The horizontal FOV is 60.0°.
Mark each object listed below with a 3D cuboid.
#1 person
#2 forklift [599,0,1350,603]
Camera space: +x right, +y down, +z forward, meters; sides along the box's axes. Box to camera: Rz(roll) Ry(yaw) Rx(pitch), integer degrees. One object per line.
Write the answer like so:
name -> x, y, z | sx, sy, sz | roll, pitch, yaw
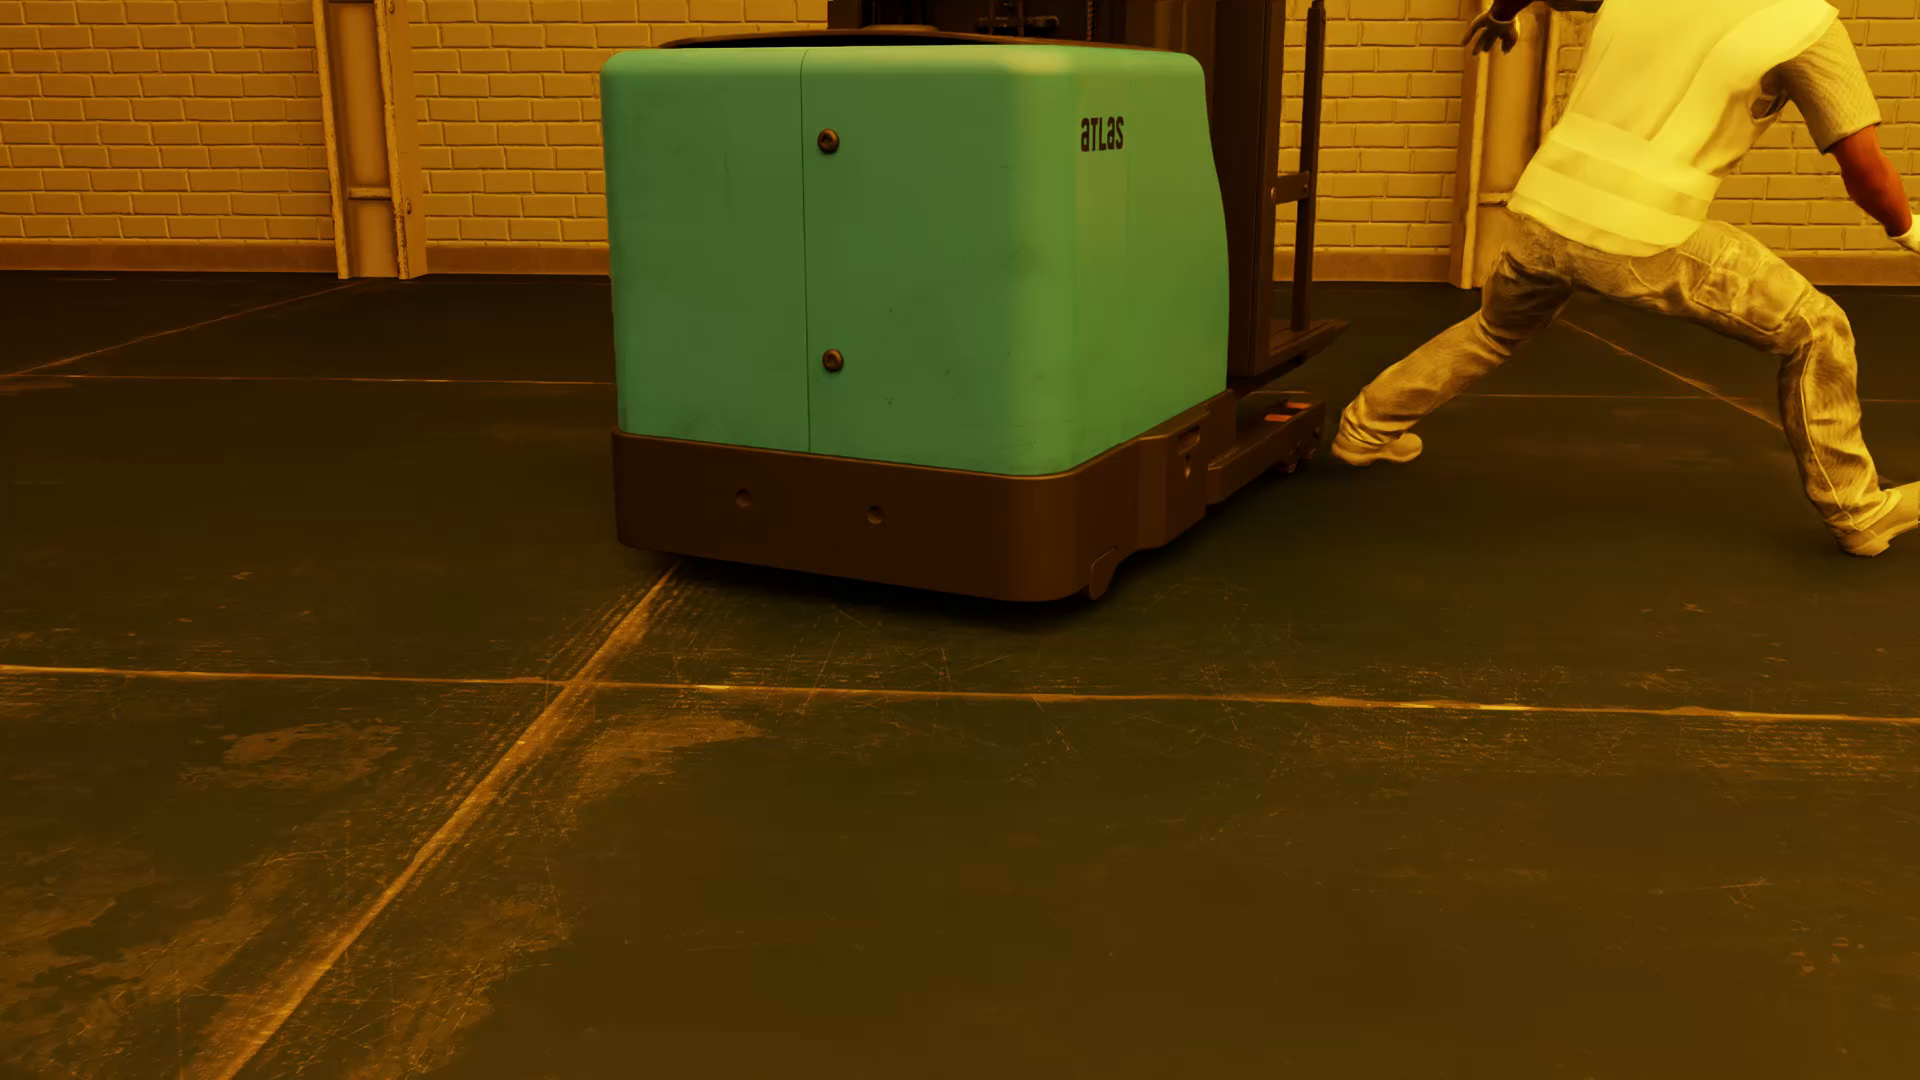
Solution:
person -> 1.605, -0.748, 3.874 | 0.797, 1.454, 1.314 | -8, 17, -27
forklift -> 0.371, -1.635, 4.240 | 1.130, 2.935, 3.031 | 7, 17, 25
